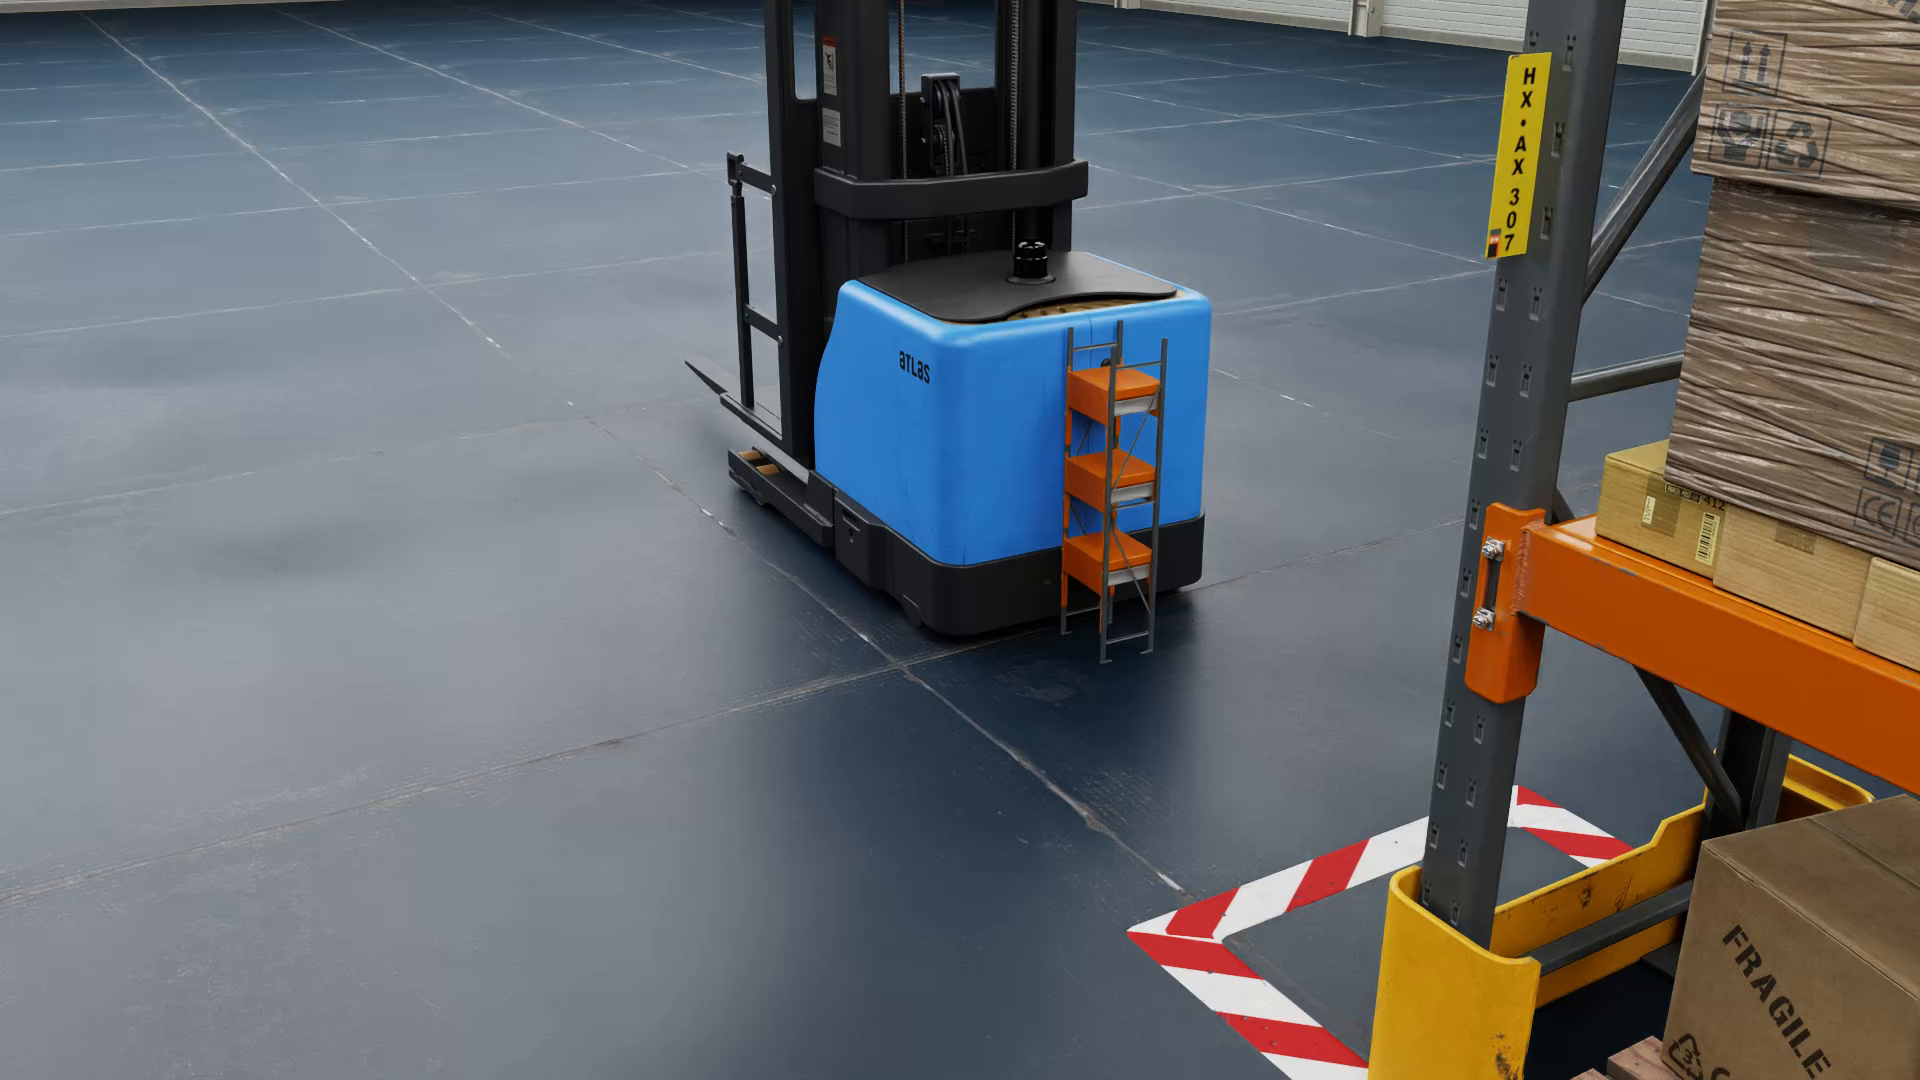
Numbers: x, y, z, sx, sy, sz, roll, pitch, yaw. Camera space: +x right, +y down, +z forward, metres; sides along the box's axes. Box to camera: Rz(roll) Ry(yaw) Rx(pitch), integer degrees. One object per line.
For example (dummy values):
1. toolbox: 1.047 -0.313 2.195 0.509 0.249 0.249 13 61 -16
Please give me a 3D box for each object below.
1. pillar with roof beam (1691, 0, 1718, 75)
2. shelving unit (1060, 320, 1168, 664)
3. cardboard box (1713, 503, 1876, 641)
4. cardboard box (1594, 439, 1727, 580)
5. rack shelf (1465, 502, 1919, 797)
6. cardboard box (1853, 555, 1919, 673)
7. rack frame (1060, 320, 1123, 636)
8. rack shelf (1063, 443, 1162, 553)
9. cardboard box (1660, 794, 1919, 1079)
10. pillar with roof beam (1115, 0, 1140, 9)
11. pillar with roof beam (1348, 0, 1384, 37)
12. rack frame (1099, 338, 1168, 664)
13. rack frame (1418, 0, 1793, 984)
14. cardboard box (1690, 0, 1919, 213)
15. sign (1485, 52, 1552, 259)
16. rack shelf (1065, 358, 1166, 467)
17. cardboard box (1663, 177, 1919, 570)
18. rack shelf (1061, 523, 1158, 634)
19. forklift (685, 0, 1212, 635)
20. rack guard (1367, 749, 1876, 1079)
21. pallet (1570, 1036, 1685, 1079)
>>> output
1. pillar with roof beam: 5.426 -8.963 16.412 9.100 9.000 0.400 -13 25 -28
2. shelving unit: 0.480 -0.146 5.277 0.215 1.050 0.252 -11 25 -26
3. cardboard box: 1.432 0.010 2.637 0.380 0.149 0.250 -13 25 -28
4. cardboard box: 1.321 -0.075 2.845 0.380 0.149 0.250 -13 25 -28
5. rack shelf: 2.402 0.652 1.680 1.077 0.370 4.000 -13 25 -28
6. cardboard box: 1.547 0.094 2.431 0.380 0.149 0.250 -13 25 -28
7. rack frame: 0.423 -0.187 5.377 0.200 1.050 0.008 -11 25 -26
8. rack shelf: 0.480 -0.137 5.281 0.215 0.259 0.240 -11 25 -26
9. cardboard box: 1.685 0.840 3.024 0.500 0.500 0.500 -8 23 -18
10. pillar with roof beam: -0.704 -12.847 25.969 9.100 9.000 0.400 -13 25 -28
11. pillar with roof beam: 2.361 -10.905 21.190 9.100 9.000 0.400 -13 25 -28
12. rack frame: 0.538 -0.106 5.178 0.200 1.050 0.008 -11 25 -26
13. rack frame: 1.380 -0.329 3.138 1.000 3.000 0.127 -13 25 -28
14. cardboard box: 1.427 -0.746 2.307 0.500 0.500 0.500 -13 25 -28
15. sign: 0.914 -0.626 2.718 0.100 0.325 0.005 -13 25 -28
16. rack shelf: 0.480 -0.400 5.175 0.215 0.259 0.240 -11 25 -26
17. cardboard box: 1.638 -0.330 2.612 0.875 0.500 0.500 -13 25 -28
18. rack shelf: 0.480 0.121 5.386 0.215 0.259 0.240 -11 25 -26
19. forklift: -0.291 -1.565 6.269 1.130 2.935 3.031 -11 25 -26
20. rack guard: 1.419 0.853 3.548 1.175 0.500 0.348 -13 25 -28
21. pallet: 1.804 1.257 2.938 1.003 0.211 1.213 -13 25 -28
